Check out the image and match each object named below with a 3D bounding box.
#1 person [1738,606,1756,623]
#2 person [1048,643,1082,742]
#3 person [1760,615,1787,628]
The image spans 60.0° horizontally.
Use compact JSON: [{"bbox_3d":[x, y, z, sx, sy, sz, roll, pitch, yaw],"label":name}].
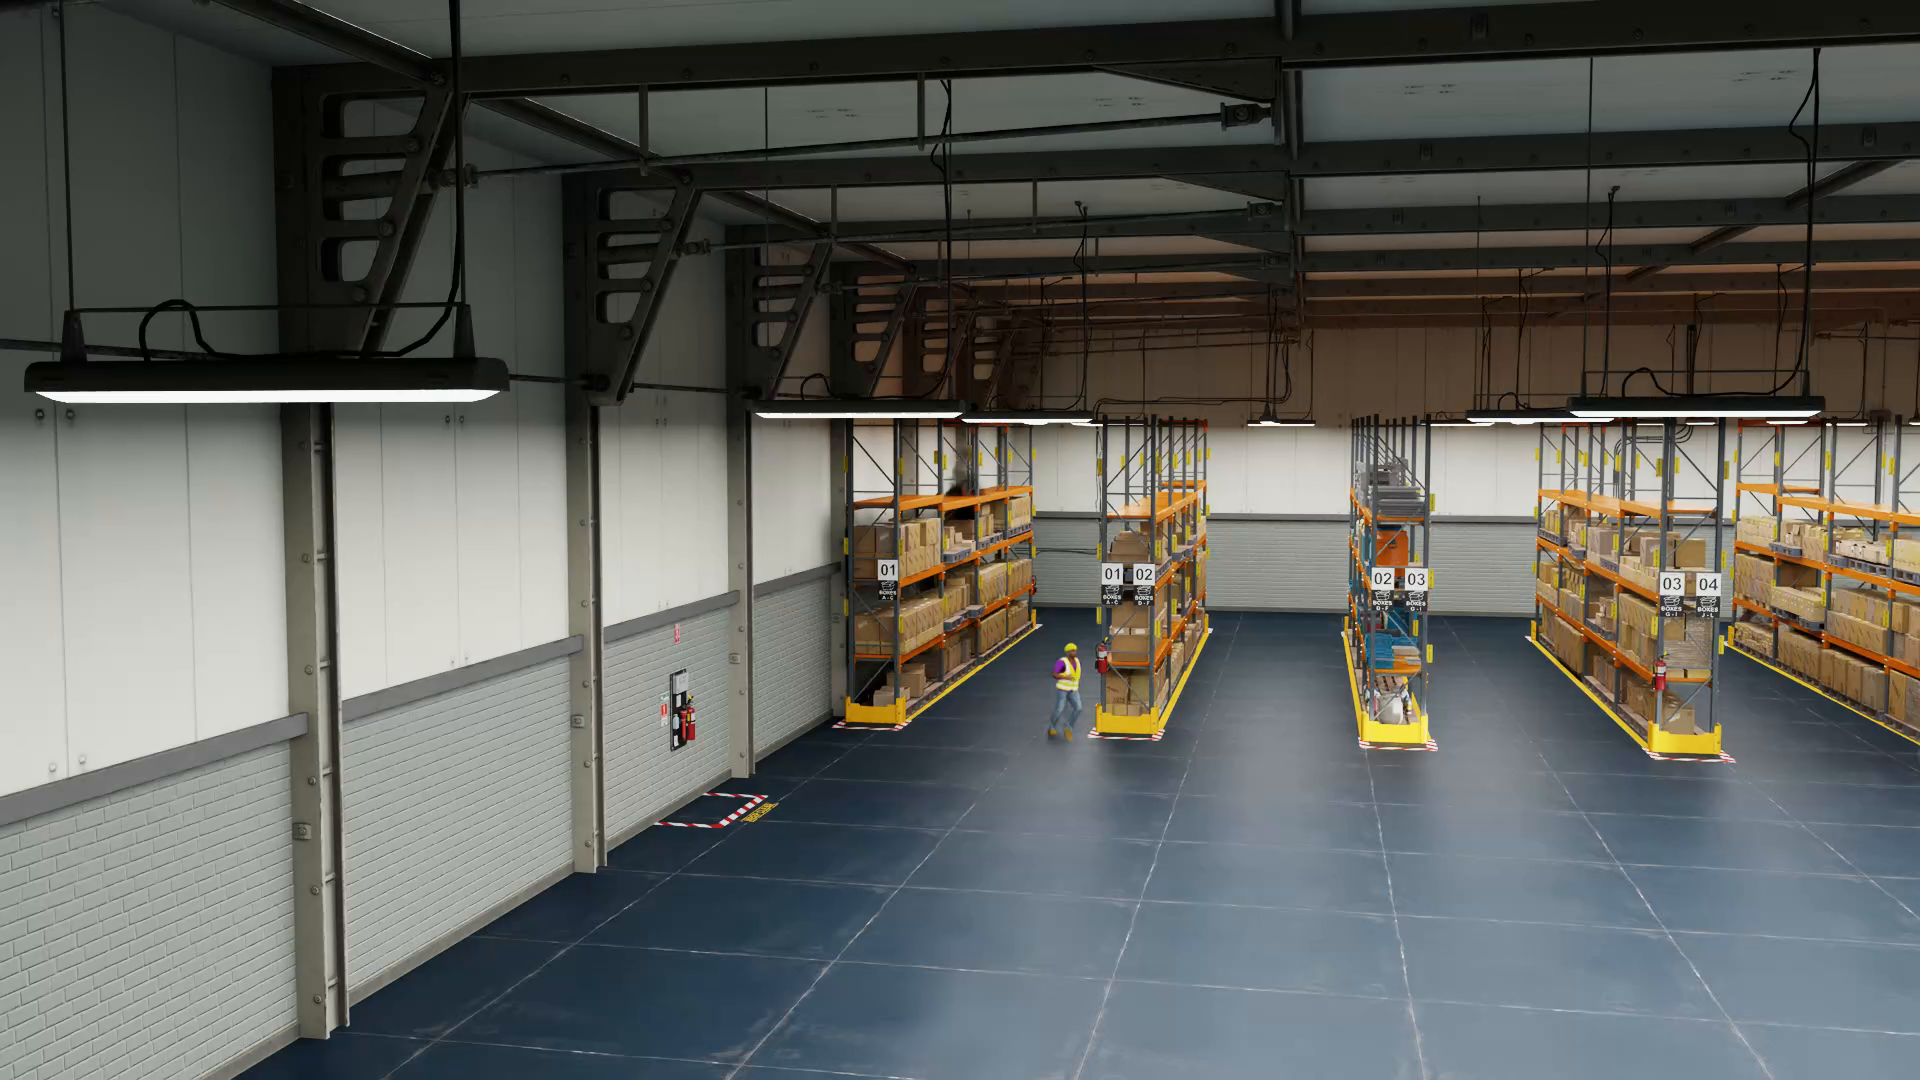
[{"bbox_3d":[21.442,1.911,45.190,0.534,1.647,0.731,3,5,37],"label":"person"},{"bbox_3d":[2.005,2.804,30.776,0.793,1.806,0.682,-3,5,-34],"label":"person"},{"bbox_3d":[21.961,1.886,44.979,0.944,1.680,0.566,0,4,7],"label":"person"}]
